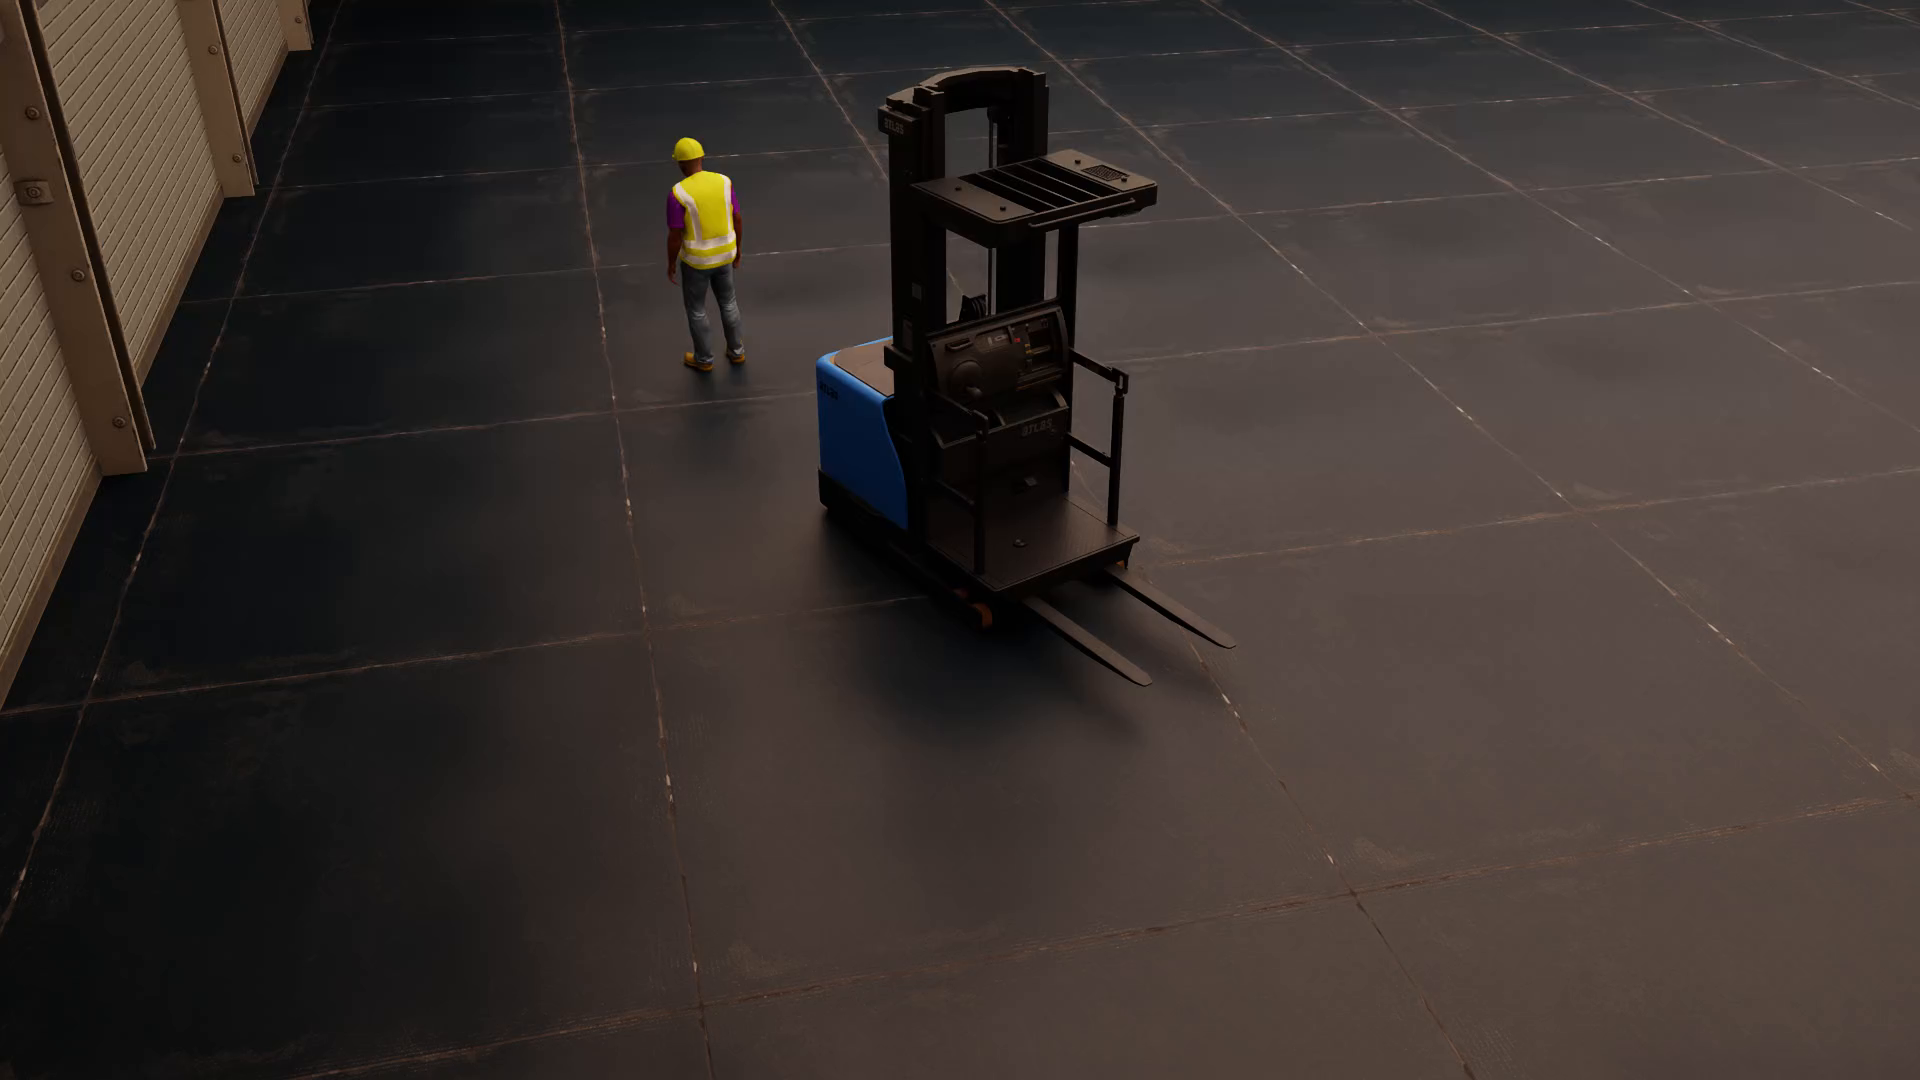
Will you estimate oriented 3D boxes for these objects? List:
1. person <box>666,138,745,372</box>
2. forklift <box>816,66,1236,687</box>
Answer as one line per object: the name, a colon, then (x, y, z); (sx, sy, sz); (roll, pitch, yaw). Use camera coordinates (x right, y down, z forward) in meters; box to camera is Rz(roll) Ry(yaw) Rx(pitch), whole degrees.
person: (-1.909, -2.127, 12.422); (0.632, 1.759, 0.462); (-20, 36, -31)
forklift: (0.355, -1.021, 9.338); (1.130, 2.935, 3.031); (-20, 35, -30)
